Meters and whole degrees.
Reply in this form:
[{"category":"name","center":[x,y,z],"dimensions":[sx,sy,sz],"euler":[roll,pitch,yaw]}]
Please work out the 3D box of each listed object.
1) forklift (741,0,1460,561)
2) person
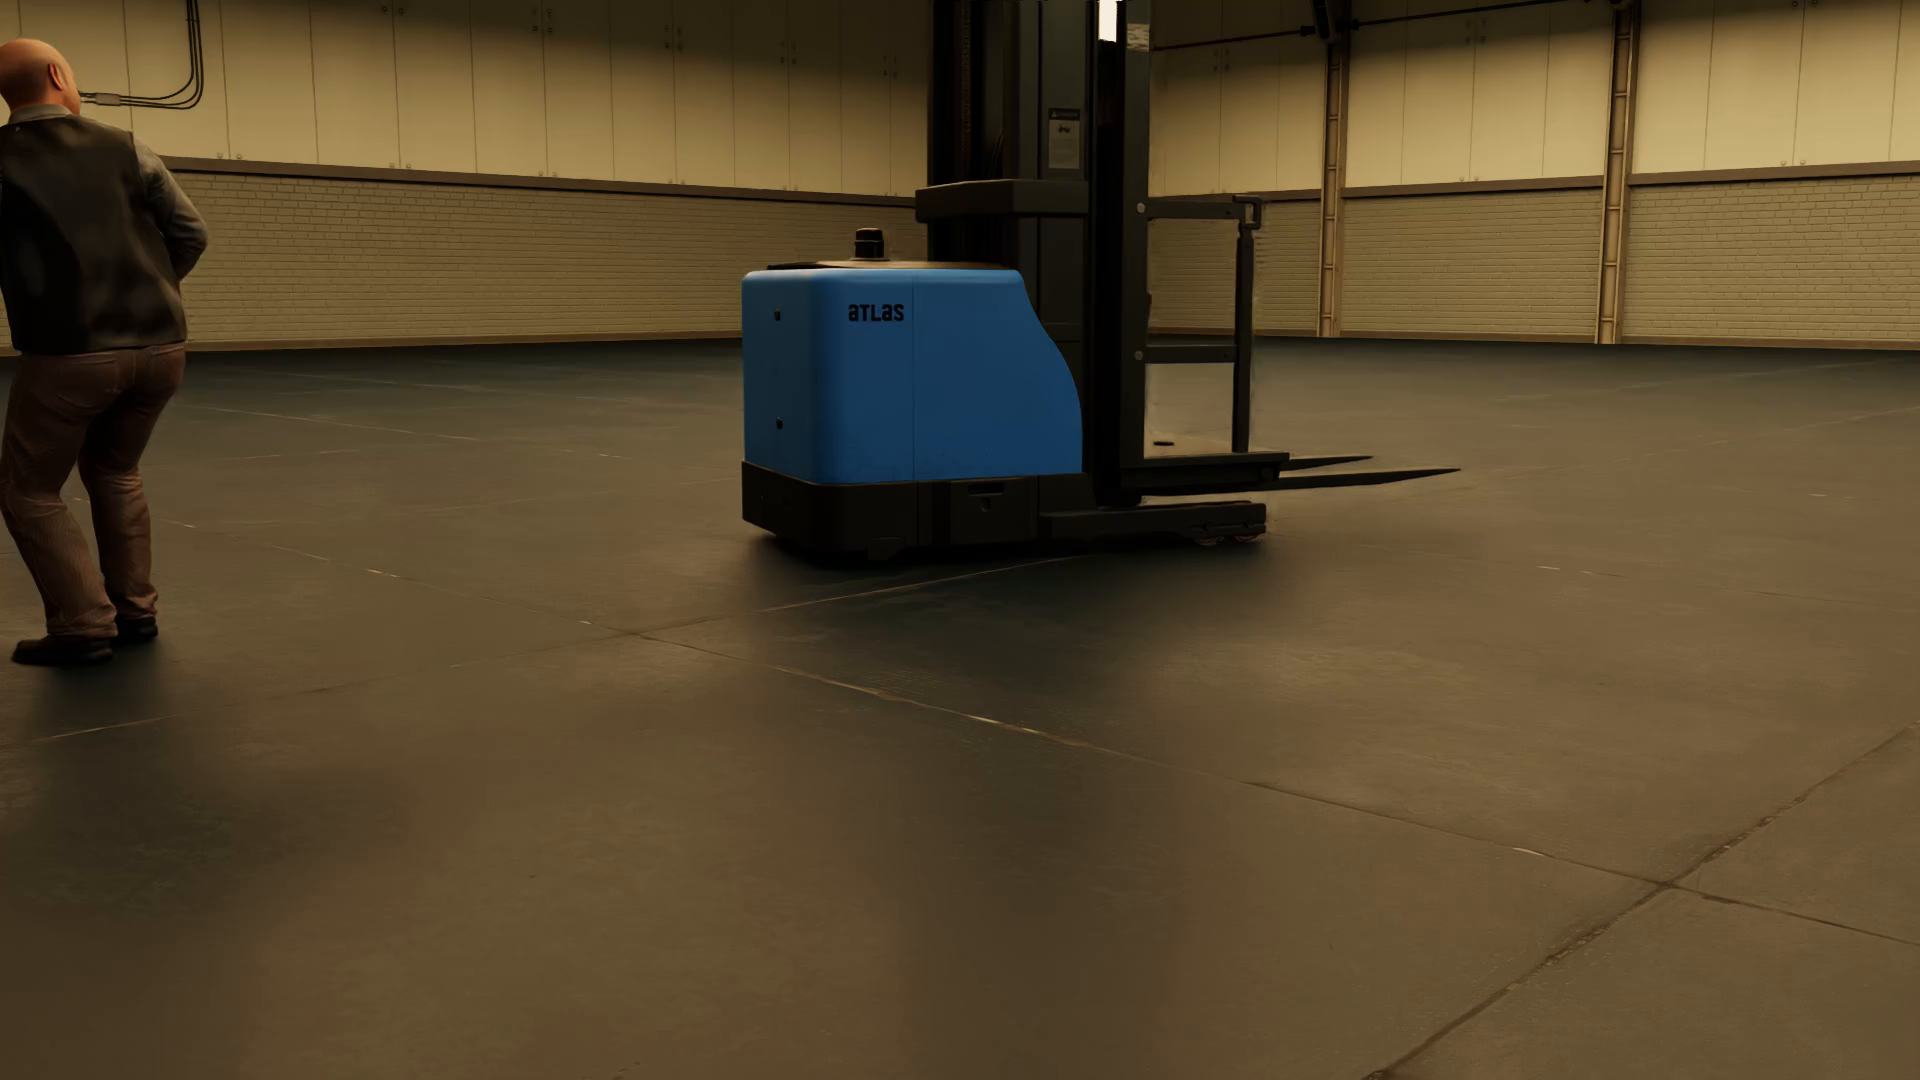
[{"category":"forklift","center":[0.673,-1.493,6.792],"dimensions":[3.031,2.935,1.130],"euler":[-4,9,-23]},{"category":"person","center":[-2.447,-0.504,4.539],"dimensions":[0.524,1.676,0.753],"euler":[6,11,35]}]
